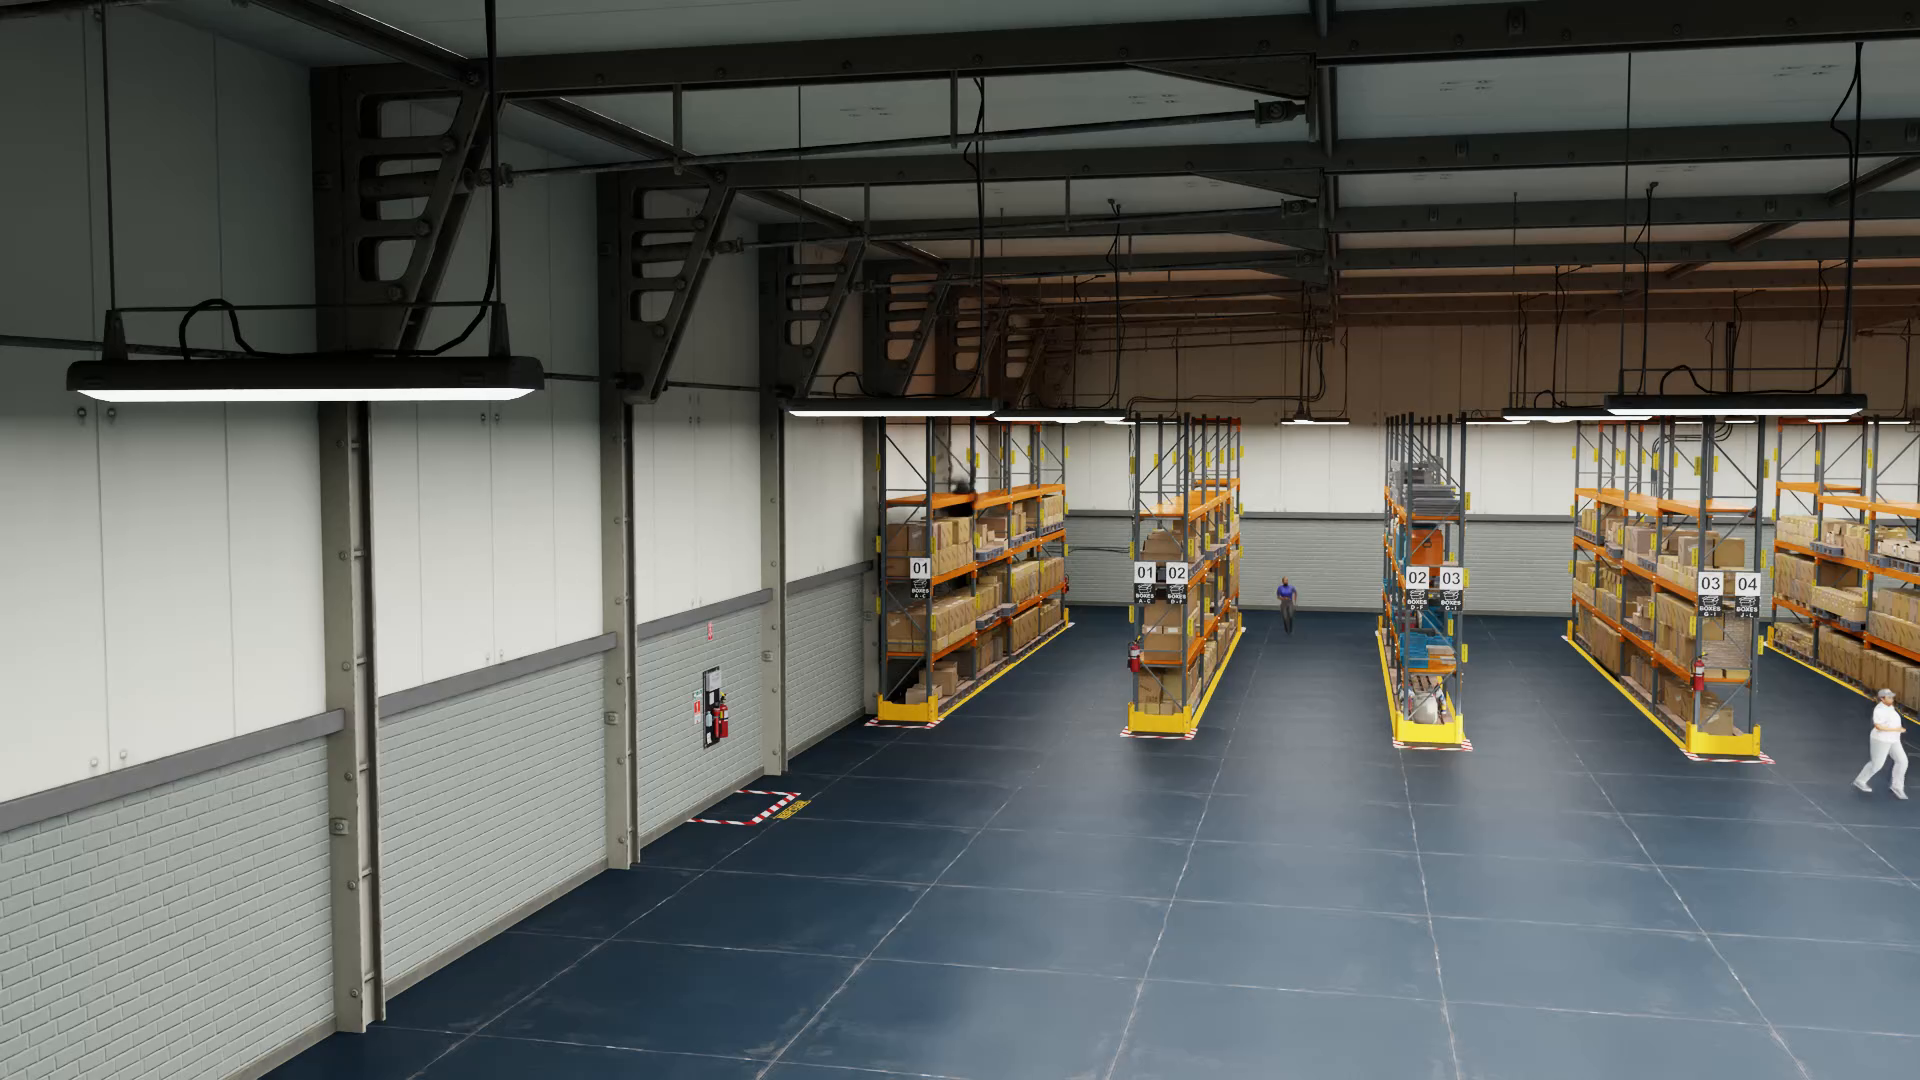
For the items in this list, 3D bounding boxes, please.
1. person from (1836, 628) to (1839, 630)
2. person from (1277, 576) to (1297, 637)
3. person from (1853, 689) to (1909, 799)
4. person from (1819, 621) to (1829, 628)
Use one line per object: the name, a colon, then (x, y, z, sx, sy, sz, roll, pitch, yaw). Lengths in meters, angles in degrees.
person: (23.613, 1.840, 44.567, 0.672, 1.786, 0.659, 1, 4, 16)
person: (8.973, 1.838, 45.640, 0.506, 1.690, 0.671, 1, 4, 16)
person: (14.333, 3.159, 25.839, 0.608, 1.719, 0.755, -3, 5, -34)
person: (22.954, 1.897, 44.543, 0.665, 1.606, 0.571, -2, 4, -25)
